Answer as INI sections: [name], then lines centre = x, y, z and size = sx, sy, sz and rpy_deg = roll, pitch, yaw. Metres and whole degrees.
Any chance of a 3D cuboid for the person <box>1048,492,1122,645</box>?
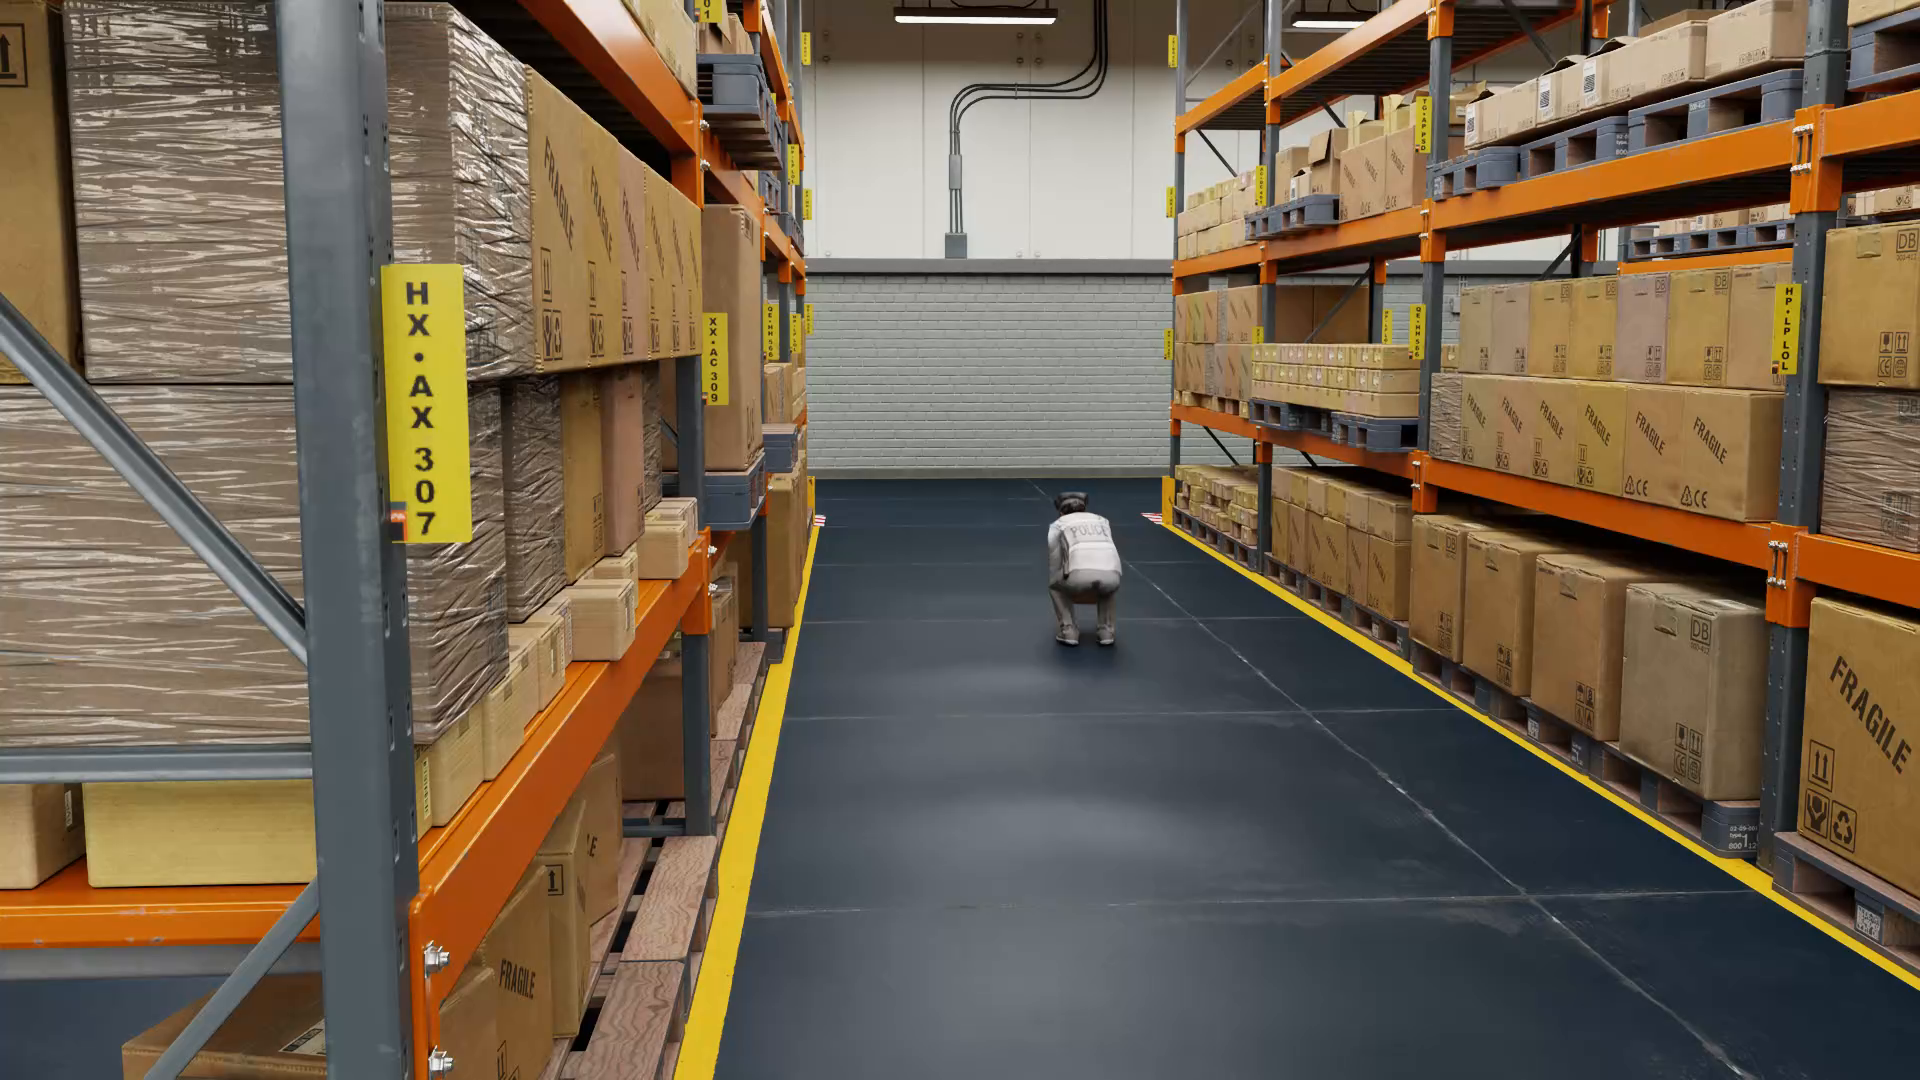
[person]
centre = 0.824, 0.188, 11.107
size = 0.459, 0.977, 0.857
rpy_deg = -1, 7, -5
